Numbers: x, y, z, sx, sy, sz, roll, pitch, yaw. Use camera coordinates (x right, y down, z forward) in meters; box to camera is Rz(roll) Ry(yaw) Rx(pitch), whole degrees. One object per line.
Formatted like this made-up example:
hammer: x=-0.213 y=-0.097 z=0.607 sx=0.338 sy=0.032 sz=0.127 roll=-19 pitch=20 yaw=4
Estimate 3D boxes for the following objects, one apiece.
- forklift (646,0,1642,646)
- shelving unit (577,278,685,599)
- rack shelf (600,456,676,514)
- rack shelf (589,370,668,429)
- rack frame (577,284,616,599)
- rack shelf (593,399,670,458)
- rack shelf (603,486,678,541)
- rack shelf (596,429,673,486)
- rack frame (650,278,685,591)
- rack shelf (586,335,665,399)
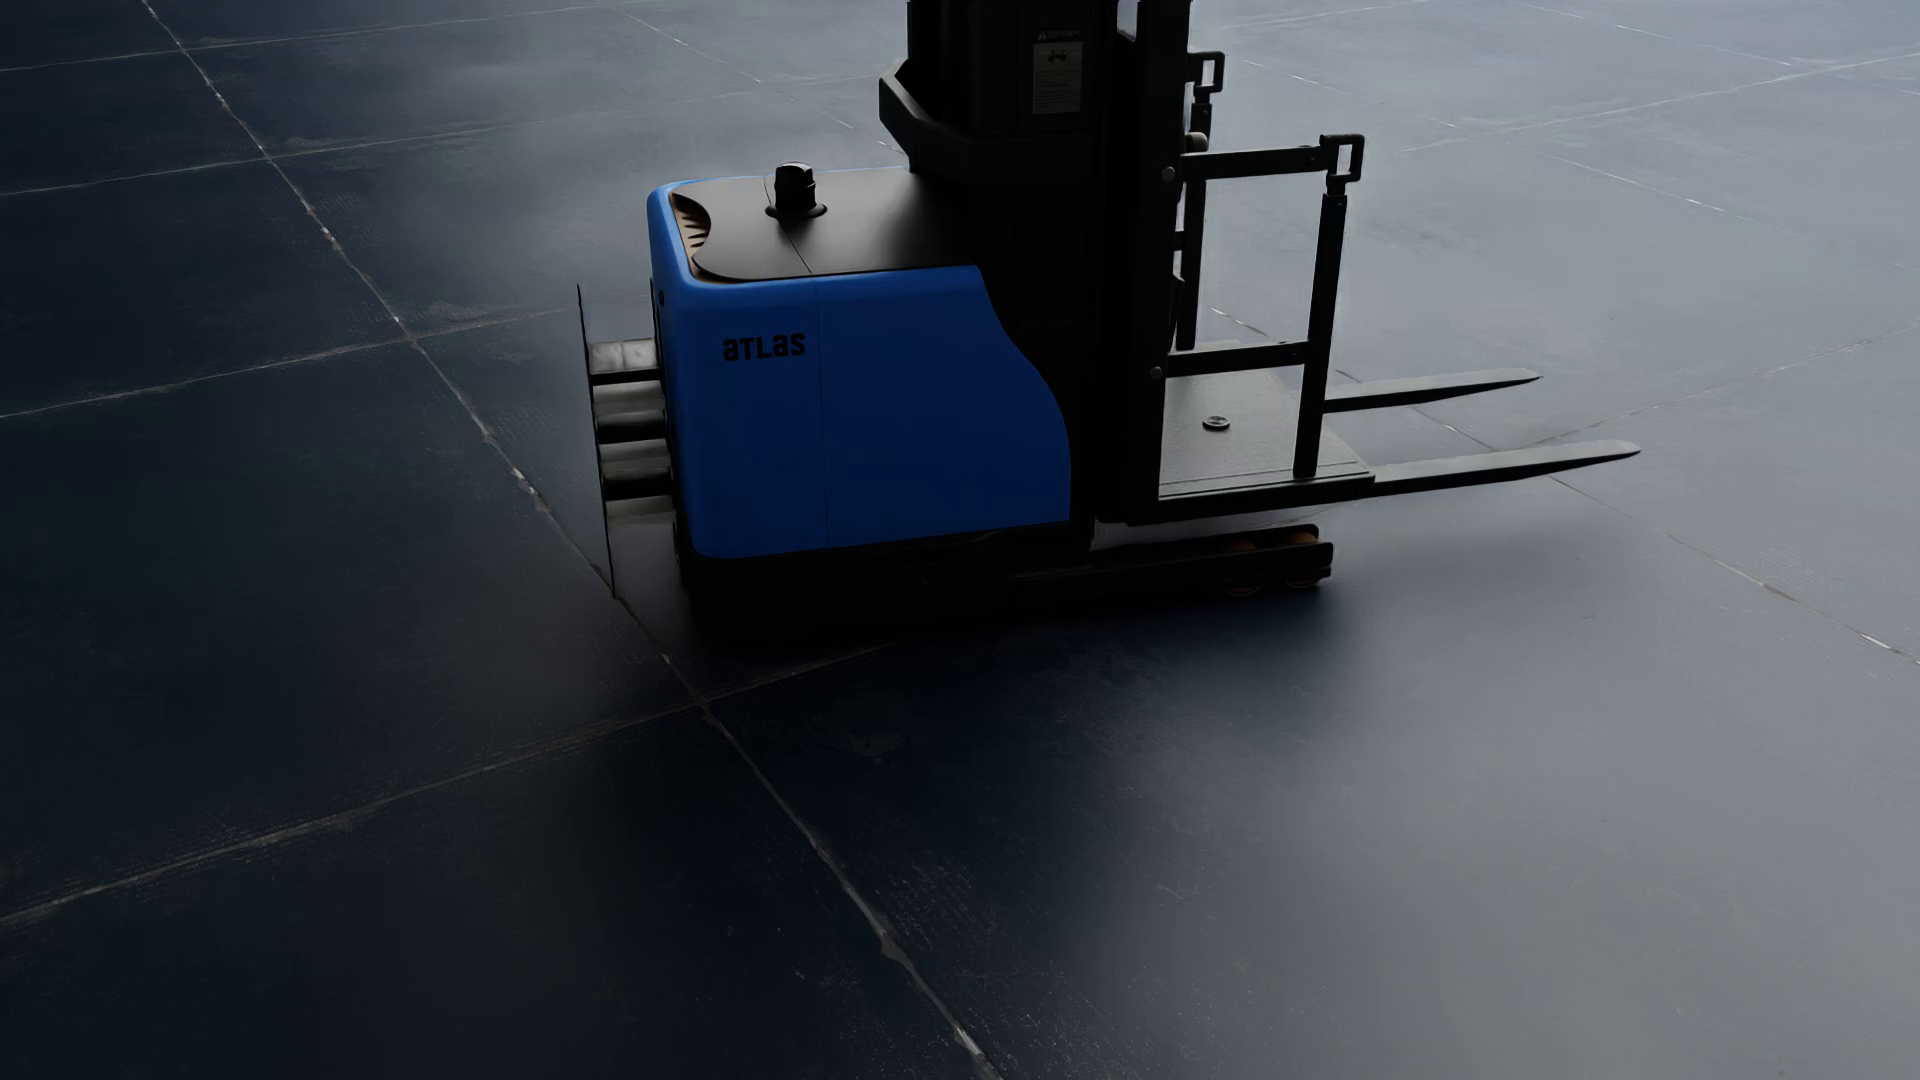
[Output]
forklift: x=0.629 y=-1.357 z=4.676 sx=3.031 sy=2.935 sz=1.130 roll=-7 pitch=30 yaw=-12
shelving unit: x=-0.953 y=-0.286 z=4.837 sx=0.210 sy=0.900 sz=0.258 roll=-7 pitch=30 yaw=-12
rack shelf: x=-0.953 y=-0.178 z=4.896 sx=0.200 sy=0.077 sz=0.258 roll=-7 pitch=30 yaw=-12
rack shelf: x=-0.953 y=-0.414 z=4.766 sx=0.200 sy=0.077 sz=0.258 roll=-7 pitch=30 yaw=-12
rack frame: x=-1.051 y=-0.274 z=4.815 sx=0.006 sy=0.900 sz=0.240 roll=-7 pitch=30 yaw=-12
rack shelf: x=-0.953 y=-0.335 z=4.809 sx=0.200 sy=0.077 sz=0.258 roll=-7 pitch=30 yaw=-12
rack shelf: x=-0.953 y=-0.099 z=4.940 sx=0.200 sy=0.077 sz=0.258 roll=-7 pitch=30 yaw=-12
rack shelf: x=-0.953 y=-0.257 z=4.853 sx=0.200 sy=0.077 sz=0.258 roll=-7 pitch=30 yaw=-12
rack frame: x=-0.854 y=-0.297 z=4.858 sx=0.006 sy=0.900 sz=0.240 roll=-7 pitch=30 yaw=-12
rack shelf: x=-0.953 y=-0.493 z=4.722 sx=0.200 sy=0.077 sz=0.258 roll=-7 pitch=30 yaw=-12
